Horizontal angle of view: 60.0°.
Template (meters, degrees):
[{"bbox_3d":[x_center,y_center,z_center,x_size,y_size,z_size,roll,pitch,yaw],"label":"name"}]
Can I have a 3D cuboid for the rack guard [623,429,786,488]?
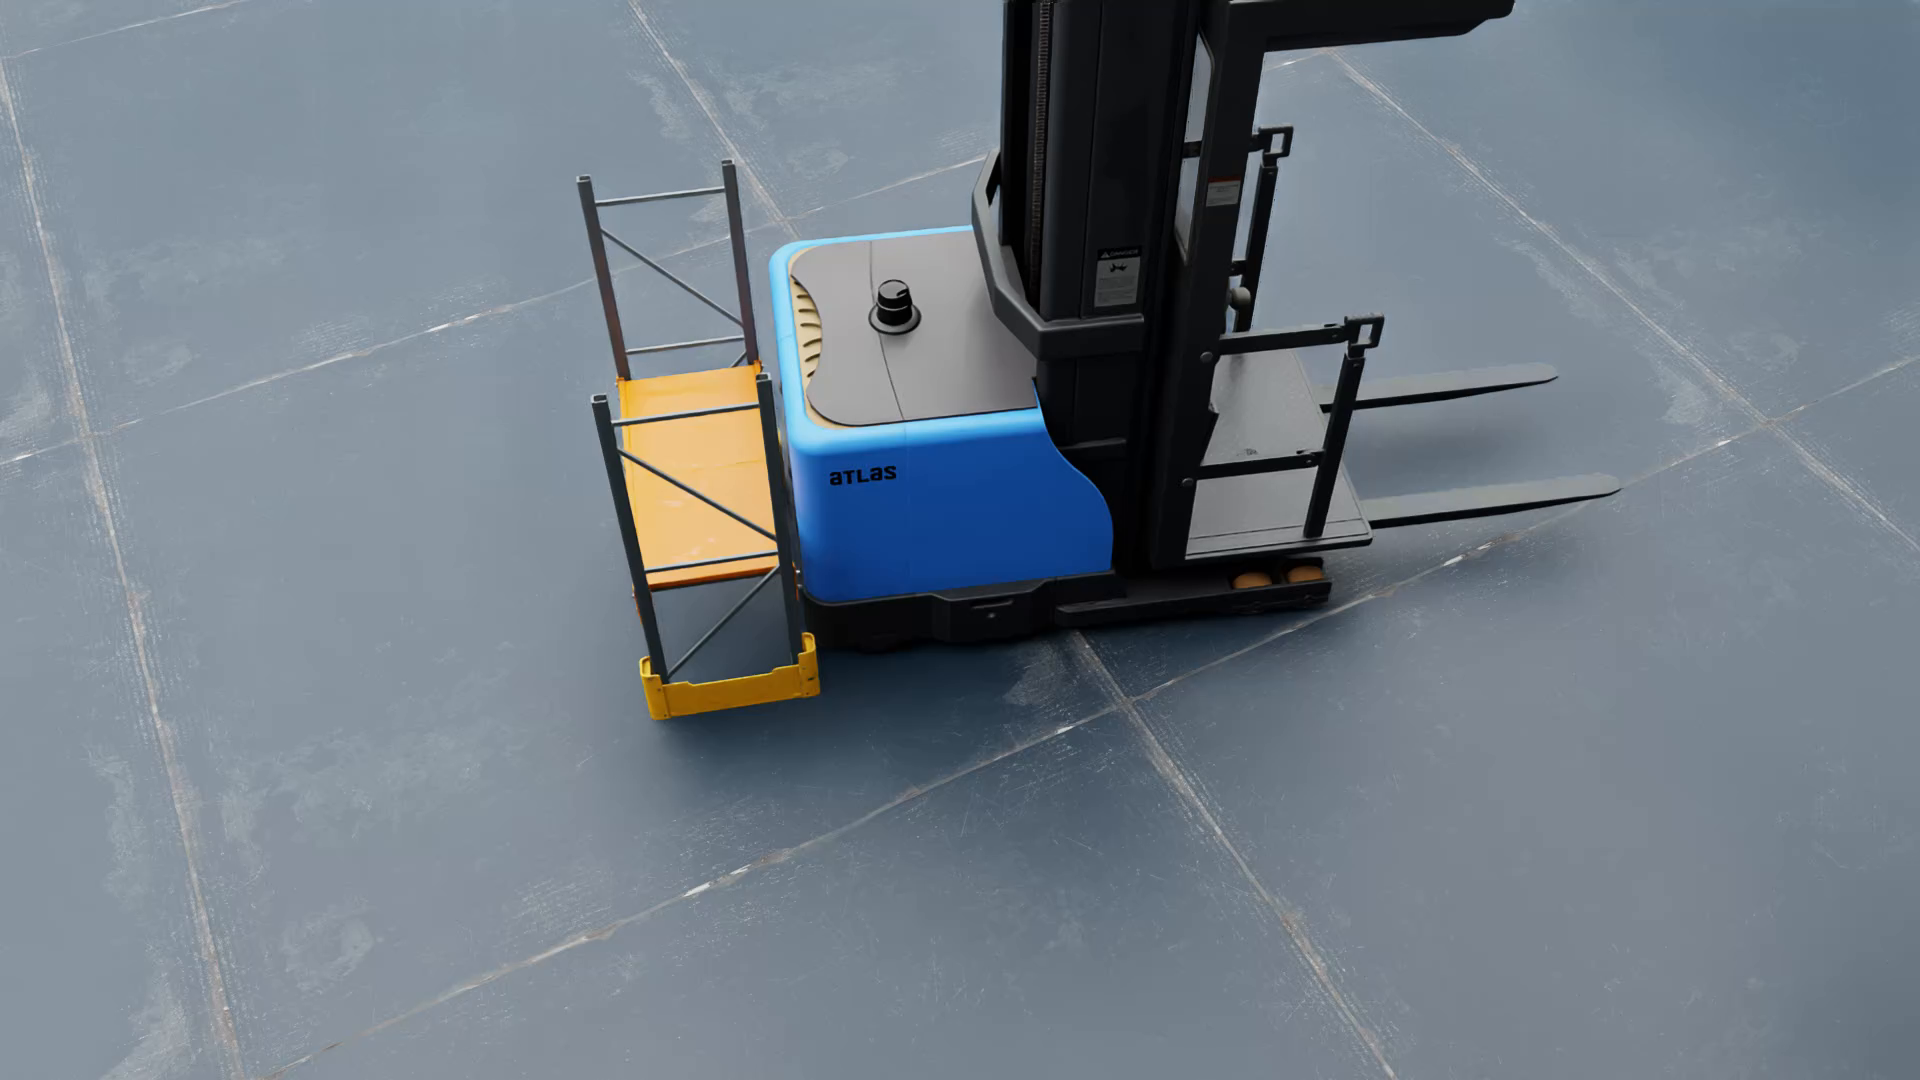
[{"bbox_3d":[-0.966,-0.270,6.320,0.587,0.250,0.087,-8,49,-7],"label":"rack guard"}]

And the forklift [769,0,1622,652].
[{"bbox_3d":[0.891,-1.086,5.252,3.031,2.935,1.130,-6,49,-6],"label":"forklift"}]

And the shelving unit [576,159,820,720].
[{"bbox_3d":[-0.872,-0.313,5.527,0.587,1.500,1.083,-8,49,-7],"label":"shelving unit"}]

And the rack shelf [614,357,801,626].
[{"bbox_3d":[-0.871,-0.188,5.657,0.538,0.185,1.000,-8,49,-7],"label":"rack shelf"}]

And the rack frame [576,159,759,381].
[{"bbox_3d":[-0.966,-0.682,5.850,0.500,1.500,0.032,-8,49,-7],"label":"rack frame"}]

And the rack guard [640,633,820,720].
[{"bbox_3d":[-0.779,0.467,5.676,0.587,0.250,0.087,-8,49,-7],"label":"rack guard"}]

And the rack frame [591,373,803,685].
[{"bbox_3d":[-0.775,0.070,5.193,0.500,1.500,0.032,-8,49,-7],"label":"rack frame"}]
